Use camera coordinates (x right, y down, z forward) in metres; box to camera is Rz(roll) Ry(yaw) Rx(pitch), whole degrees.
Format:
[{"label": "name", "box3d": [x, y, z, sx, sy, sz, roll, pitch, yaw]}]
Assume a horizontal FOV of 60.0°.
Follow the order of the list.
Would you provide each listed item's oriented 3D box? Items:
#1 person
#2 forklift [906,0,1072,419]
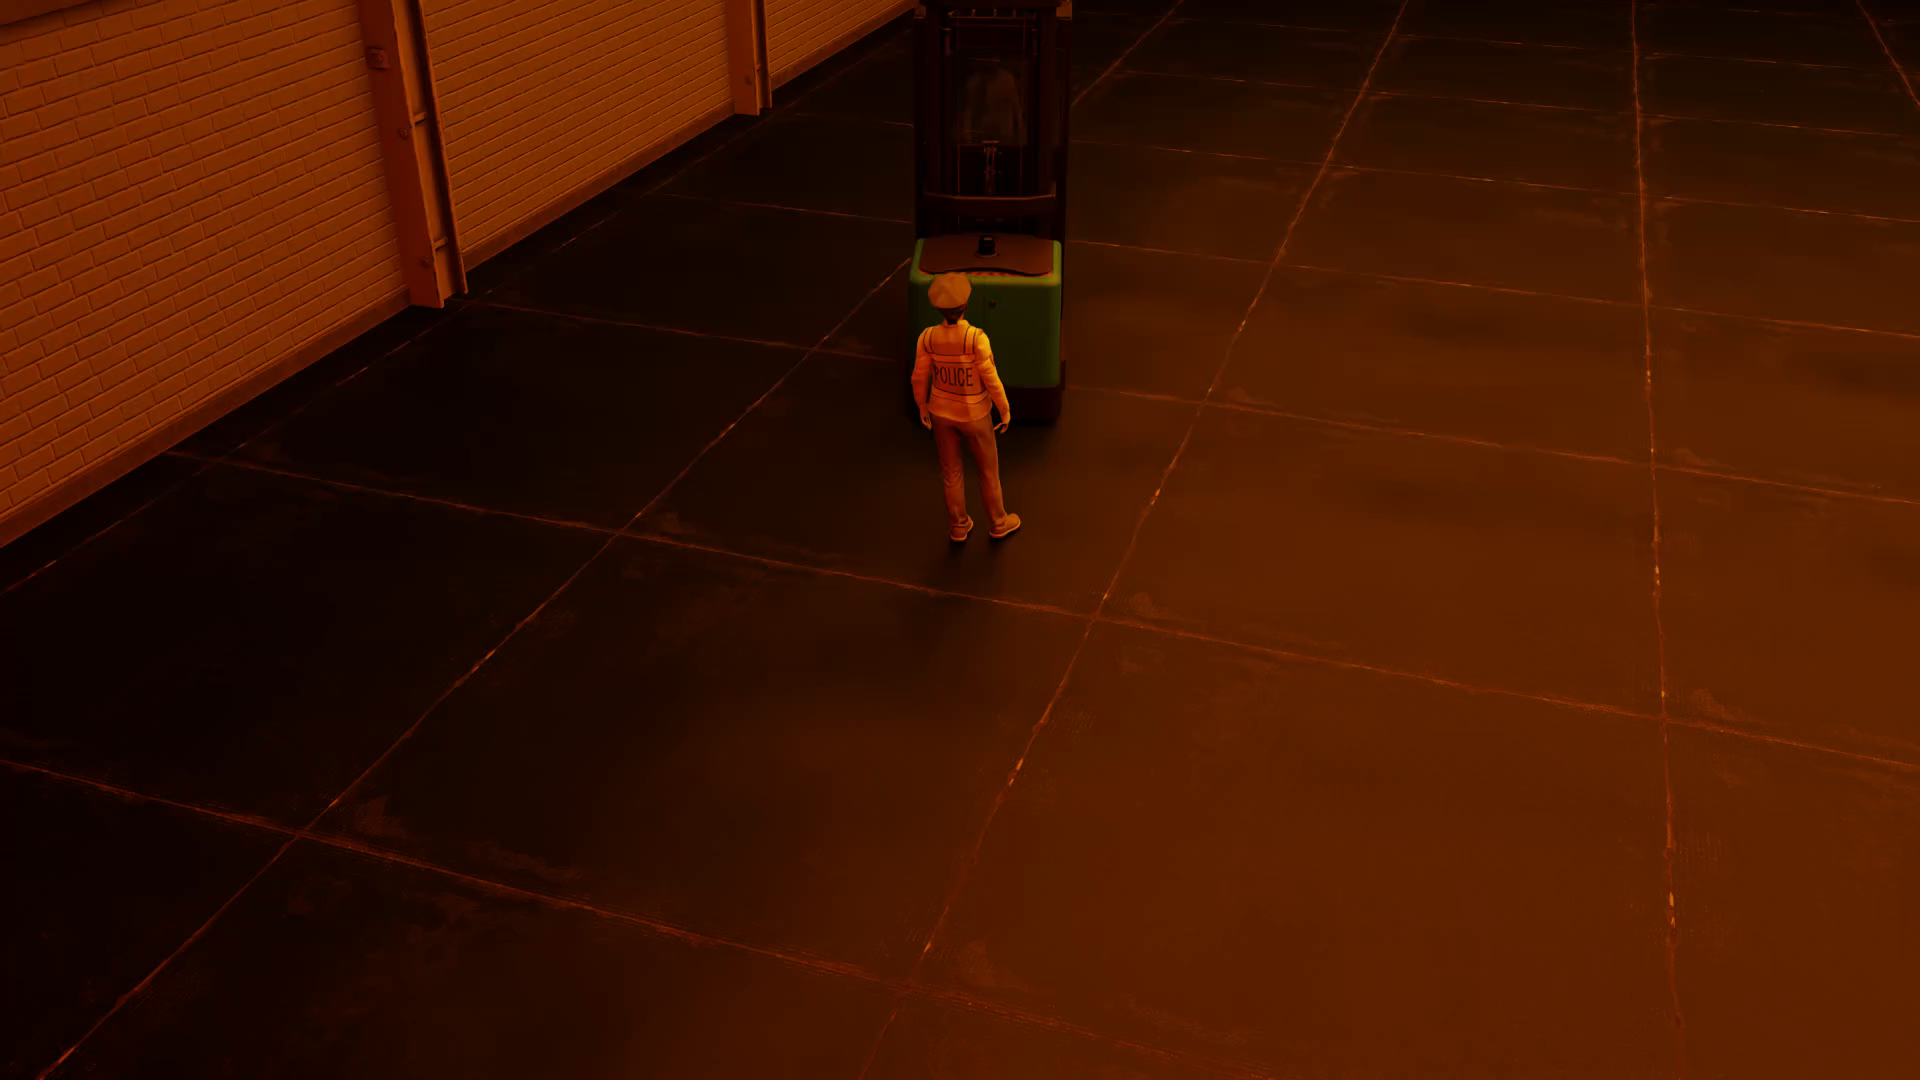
[{"label": "person", "box3d": [0.029, -0.773, 9.727, 0.586, 1.694, 0.531, 10, 31, 16]}, {"label": "forklift", "box3d": [0.235, -2.798, 12.044, 1.130, 2.935, 3.031, 1, 30, 3]}]
